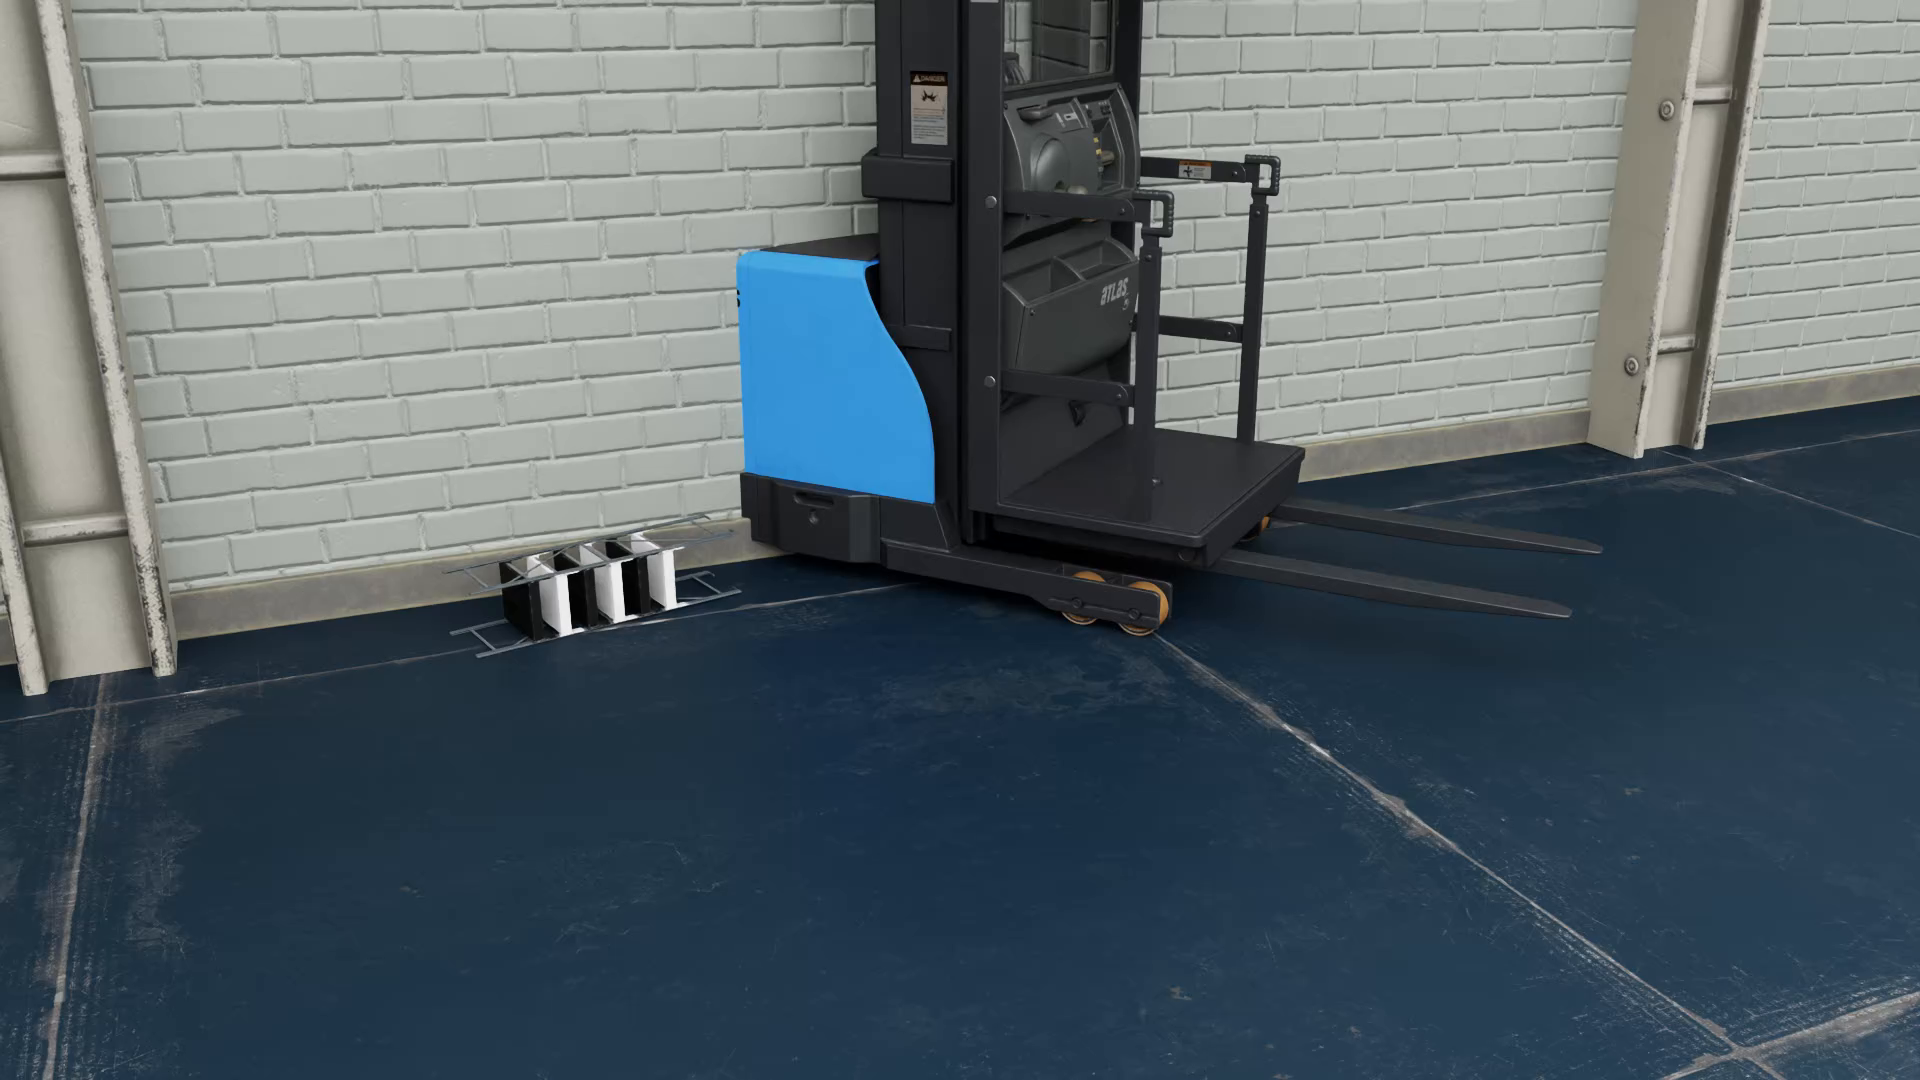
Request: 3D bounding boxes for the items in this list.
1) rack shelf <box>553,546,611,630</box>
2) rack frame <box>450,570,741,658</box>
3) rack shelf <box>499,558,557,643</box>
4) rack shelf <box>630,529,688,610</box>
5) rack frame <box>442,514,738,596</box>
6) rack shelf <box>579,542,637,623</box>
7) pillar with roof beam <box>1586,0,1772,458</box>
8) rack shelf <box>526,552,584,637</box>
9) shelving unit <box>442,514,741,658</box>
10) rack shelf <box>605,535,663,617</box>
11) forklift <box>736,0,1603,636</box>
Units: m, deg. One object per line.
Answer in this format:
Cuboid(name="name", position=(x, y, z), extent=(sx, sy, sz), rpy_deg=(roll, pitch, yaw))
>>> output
Cuboid(name="rack shelf", position=(-1.205, 0.146, 5.281), extent=(0.077, 0.200, 0.258), rpy_deg=(-14, 24, -33))
Cuboid(name="rack frame", position=(-1.159, 0.230, 5.346), extent=(0.900, 0.006, 0.240), rpy_deg=(-14, 24, -33))
Cuboid(name="rack shelf", position=(-1.351, 0.183, 5.181), extent=(0.077, 0.200, 0.258), rpy_deg=(-14, 24, -33))
Cuboid(name="rack shelf", position=(-0.987, 0.091, 5.429), extent=(0.077, 0.200, 0.258), rpy_deg=(-14, 24, -33))
Cuboid(name="rack frame", position=(-1.160, 0.039, 5.278), extent=(0.900, 0.006, 0.240), rpy_deg=(-14, 24, -33))
Cuboid(name="rack shelf", position=(-1.132, 0.128, 5.330), extent=(0.077, 0.200, 0.258), rpy_deg=(-14, 24, -33))
Cuboid(name="pillar with roof beam", position=(4.660, -3.347, 1.980), extent=(0.400, 9.000, 9.100), rpy_deg=(-8, 21, -22))
Cuboid(name="rack shelf", position=(-1.278, 0.164, 5.231), extent=(0.077, 0.200, 0.258), rpy_deg=(-14, 24, -33))
Cuboid(name="shelving unit", position=(-1.159, 0.135, 5.312), extent=(0.900, 0.210, 0.258), rpy_deg=(-14, 24, -33))
Cuboid(name="rack shelf", position=(-1.059, 0.110, 5.380), extent=(0.077, 0.200, 0.258), rpy_deg=(-14, 24, -33))
Cuboid(name="forklift", position=(0.550, -1.286, 5.260), extent=(3.031, 2.935, 1.130), rpy_deg=(10, 22, 26))
